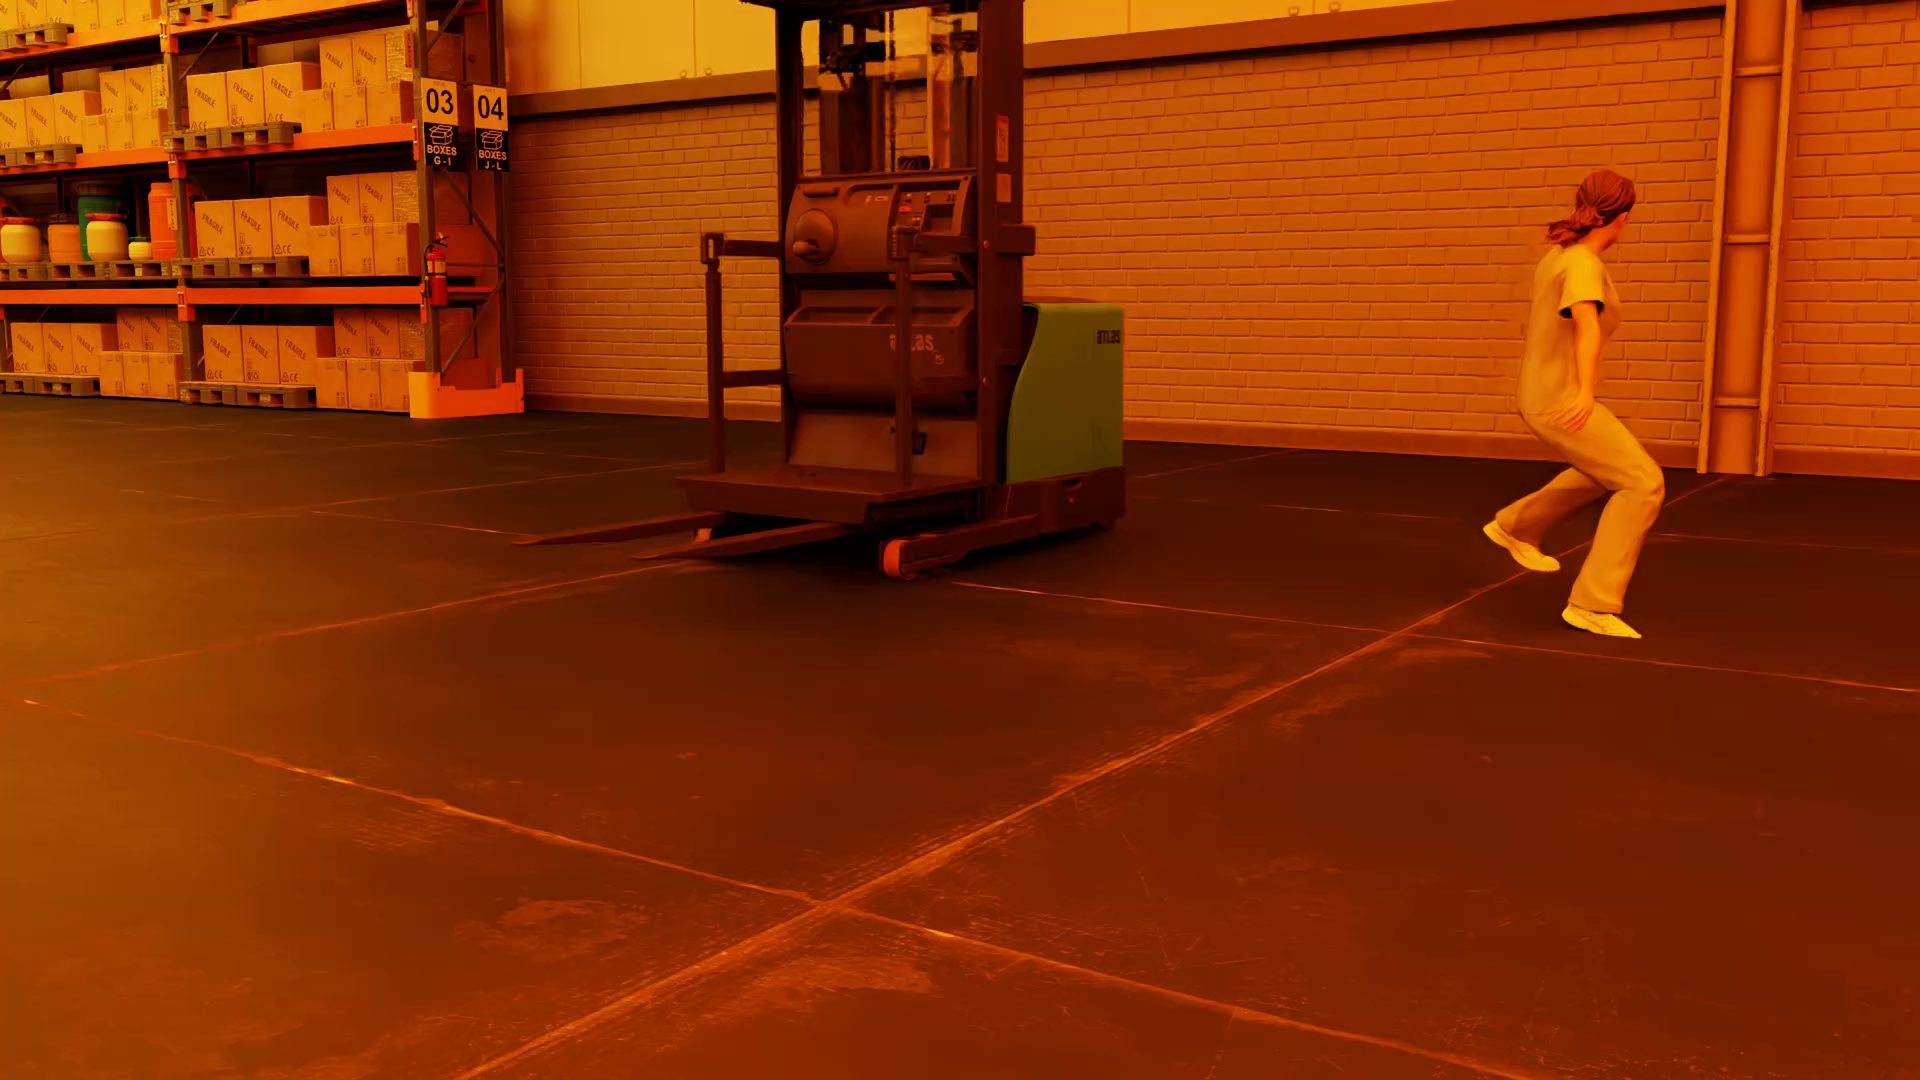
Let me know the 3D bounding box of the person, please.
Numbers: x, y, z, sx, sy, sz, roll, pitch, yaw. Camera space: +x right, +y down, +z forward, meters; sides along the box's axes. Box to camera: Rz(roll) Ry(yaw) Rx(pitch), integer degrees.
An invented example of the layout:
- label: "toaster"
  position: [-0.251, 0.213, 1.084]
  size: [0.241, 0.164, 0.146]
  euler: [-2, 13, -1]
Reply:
- label: "person"
  position: [2.104, -0.461, 5.664]
  size: [0.508, 1.567, 1.062]
  euler: [2, 8, 13]

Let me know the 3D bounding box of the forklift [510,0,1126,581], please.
- label: "forklift"
  position: [-0.470, -1.368, 6.815]
  size: [1.130, 2.935, 3.031]
  euler: [6, 10, 35]
